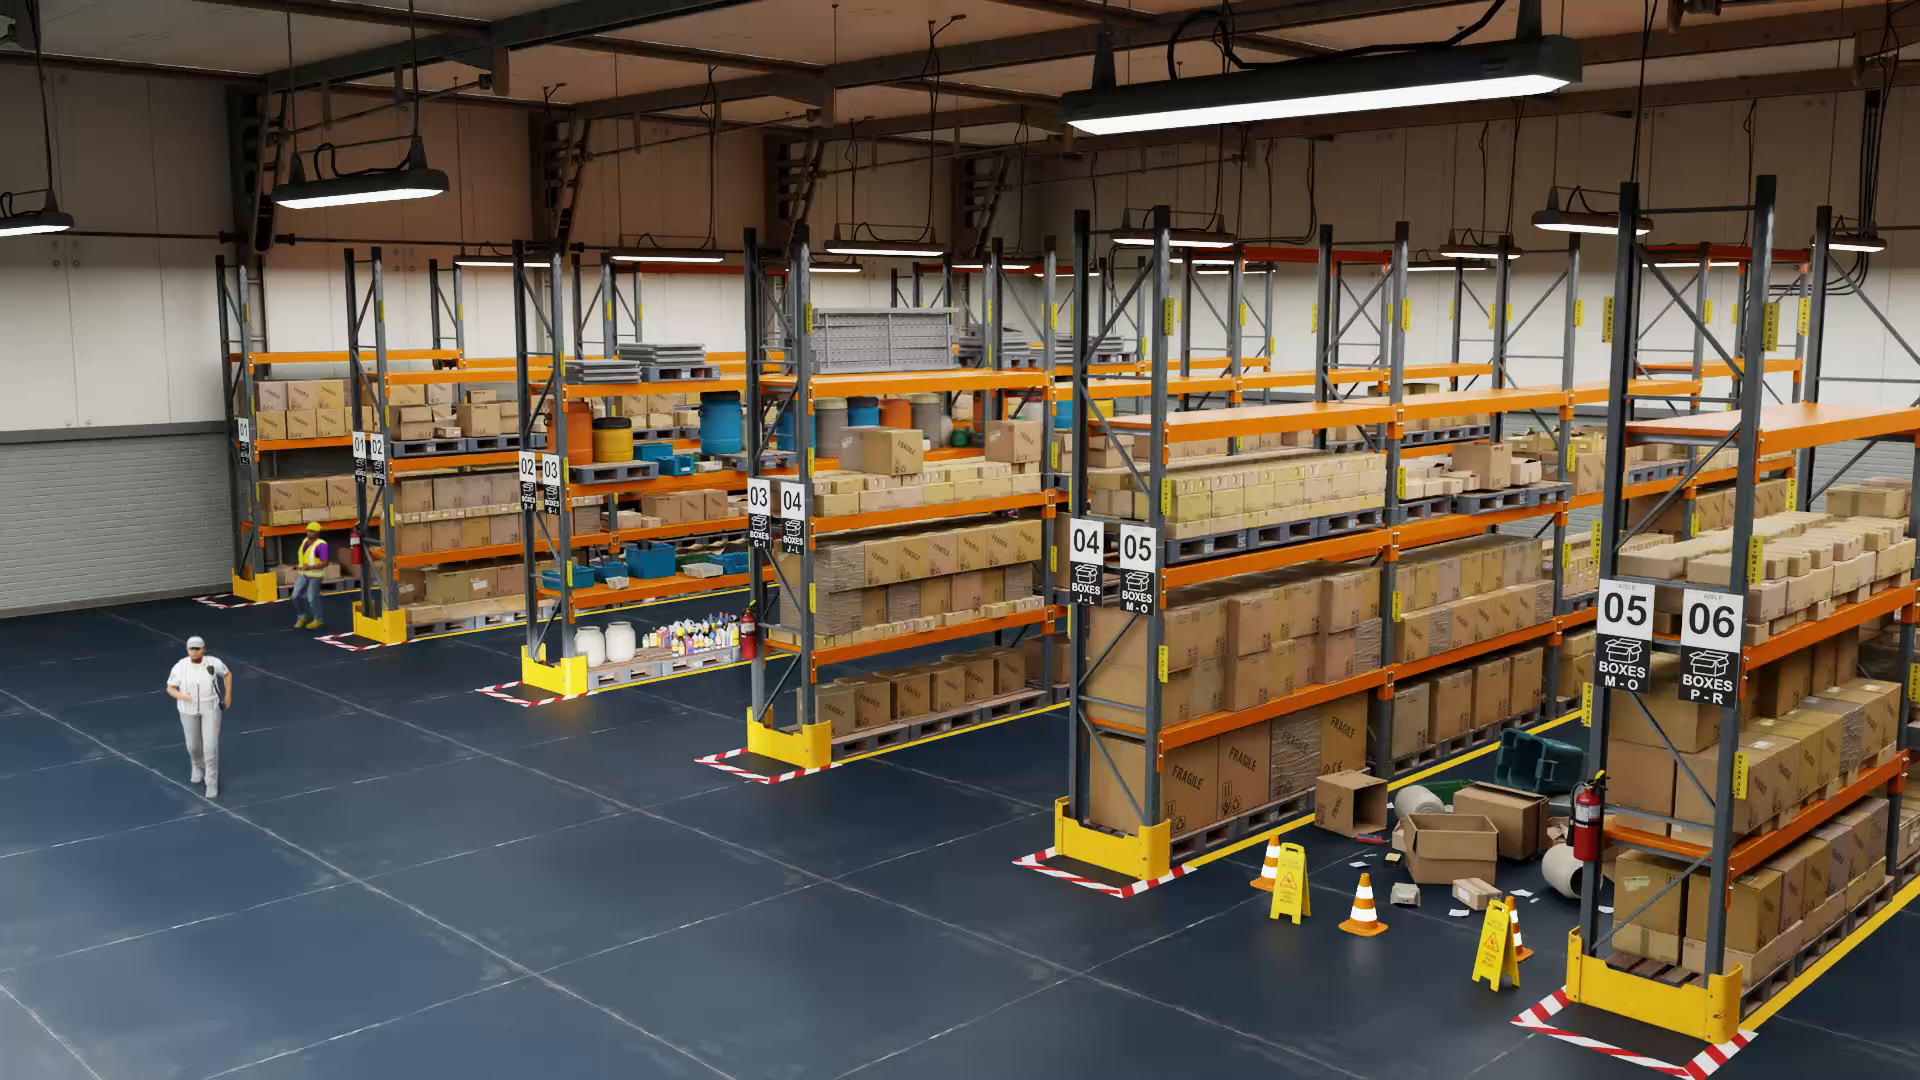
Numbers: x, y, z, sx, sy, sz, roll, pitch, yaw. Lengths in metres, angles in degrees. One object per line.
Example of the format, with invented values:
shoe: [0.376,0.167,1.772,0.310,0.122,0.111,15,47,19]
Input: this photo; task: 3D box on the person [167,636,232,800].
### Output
person: [-8.083,1.852,17.710,0.623,1.712,0.814,-3,9,-20]

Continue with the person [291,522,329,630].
person: [-10.304,0.576,26.434,0.693,1.753,0.644,3,8,18]
